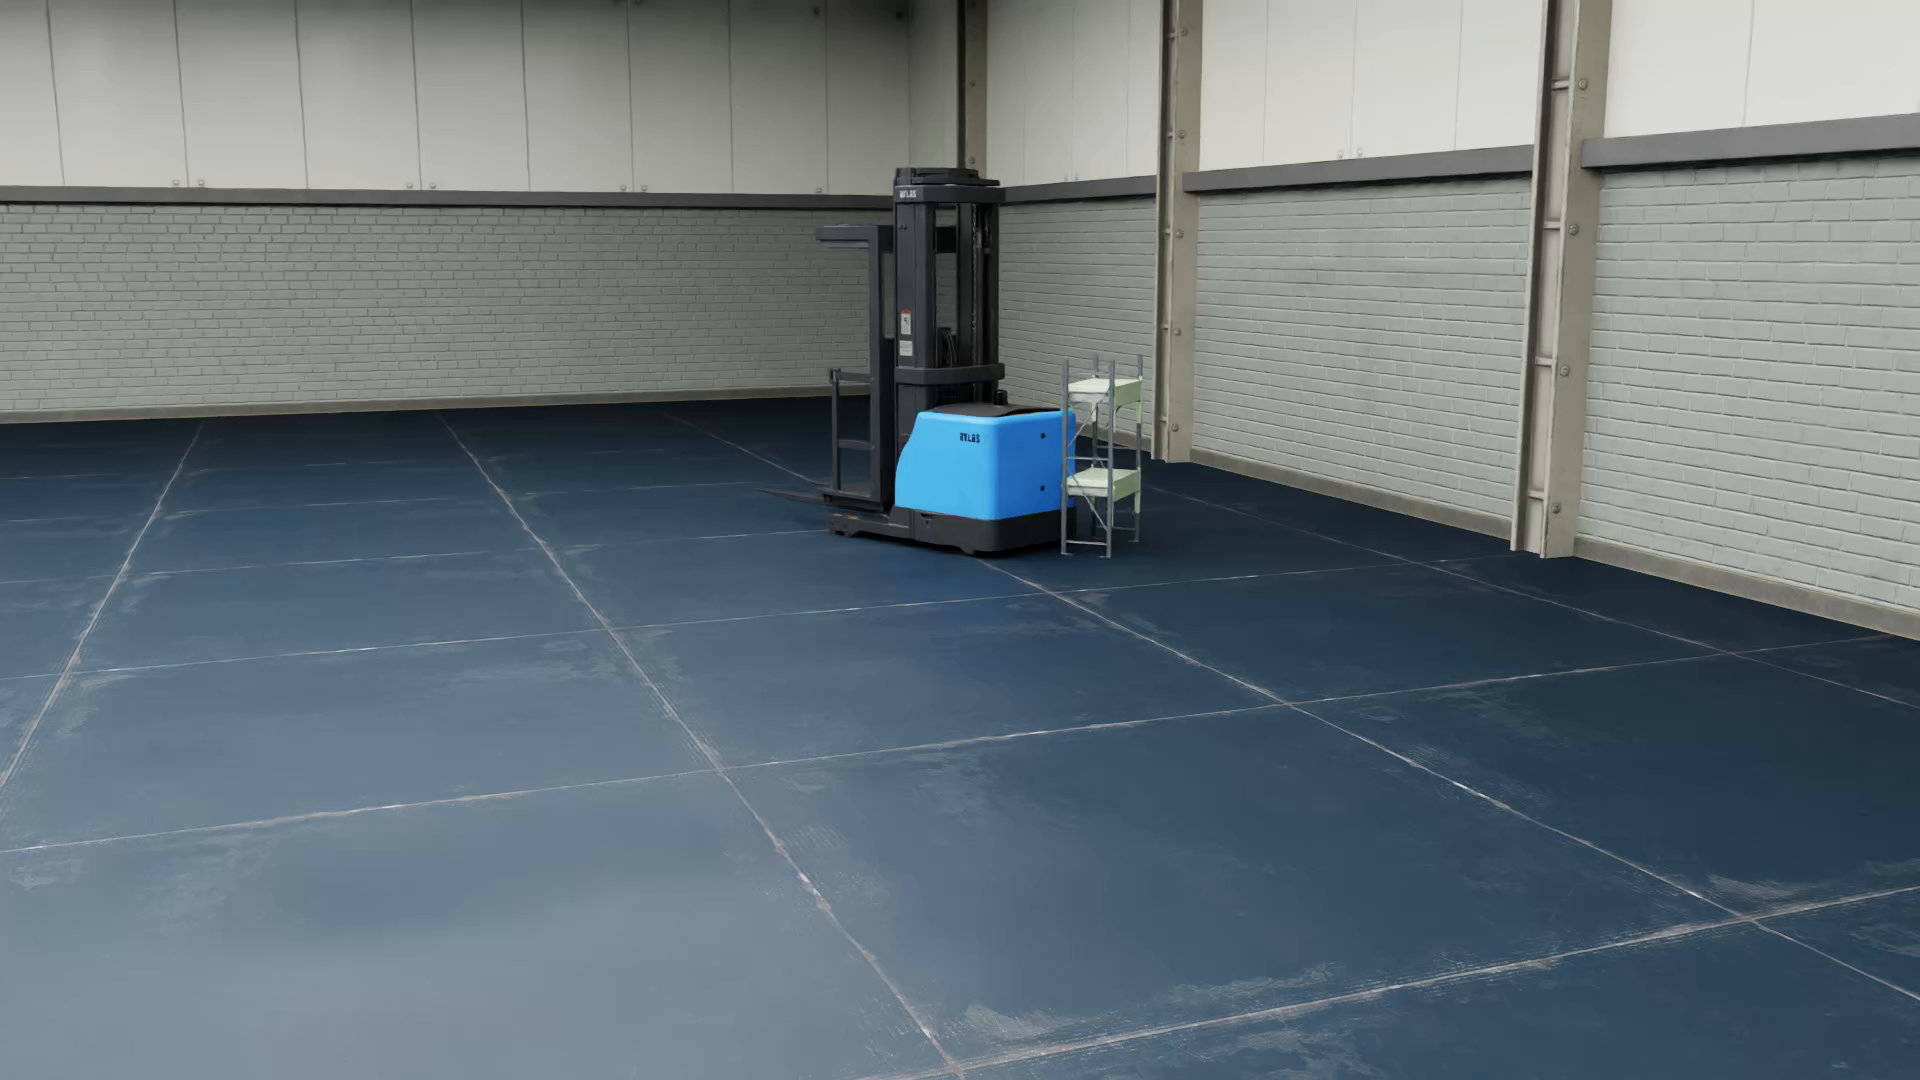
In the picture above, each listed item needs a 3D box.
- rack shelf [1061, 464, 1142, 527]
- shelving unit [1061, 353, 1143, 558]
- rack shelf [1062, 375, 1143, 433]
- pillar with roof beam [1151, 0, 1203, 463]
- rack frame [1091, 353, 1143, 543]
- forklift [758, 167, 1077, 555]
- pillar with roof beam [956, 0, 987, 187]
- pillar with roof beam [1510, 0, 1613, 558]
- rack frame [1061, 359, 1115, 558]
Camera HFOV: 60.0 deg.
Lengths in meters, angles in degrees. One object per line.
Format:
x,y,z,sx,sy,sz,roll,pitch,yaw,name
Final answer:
1.107,-0.353,12.985,0.431,0.370,0.720,4,11,22,rack shelf
1.107,-0.674,12.928,0.431,1.500,0.755,4,11,22,shelving unit
1.107,-1.059,12.860,0.431,0.370,0.720,4,11,22,rack shelf
-1.674,-5.040,16.056,9.100,9.000,0.400,-4,11,-21,pillar with roof beam
1.248,-0.733,13.261,0.400,1.500,0.023,4,11,22,rack frame
-0.476,-1.529,13.646,3.031,2.935,1.130,10,14,44,forklift
-3.848,-6.019,21.562,9.100,9.000,0.400,-4,11,-21,pillar with roof beam
0.500,-4.060,10.551,9.100,9.000,0.400,-4,11,-21,pillar with roof beam
0.967,-0.615,12.595,0.400,1.500,0.023,4,11,22,rack frame
